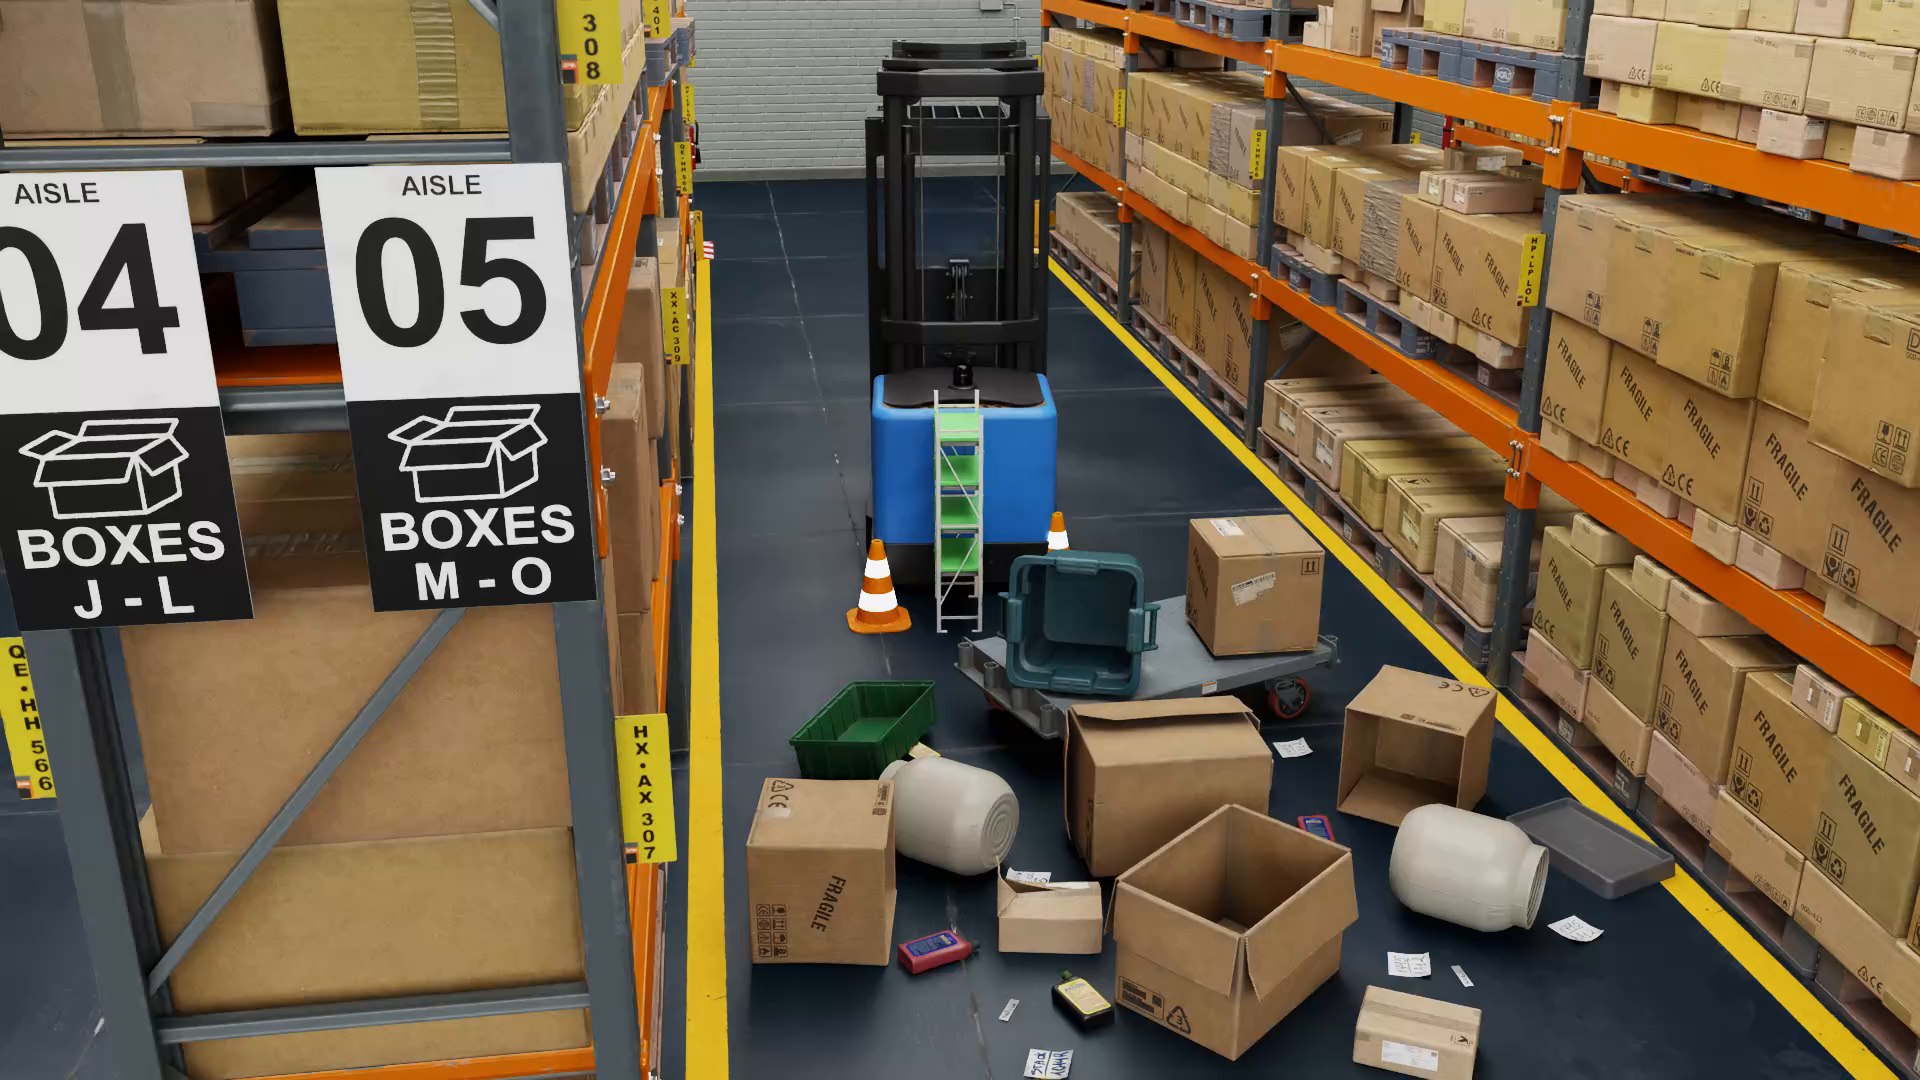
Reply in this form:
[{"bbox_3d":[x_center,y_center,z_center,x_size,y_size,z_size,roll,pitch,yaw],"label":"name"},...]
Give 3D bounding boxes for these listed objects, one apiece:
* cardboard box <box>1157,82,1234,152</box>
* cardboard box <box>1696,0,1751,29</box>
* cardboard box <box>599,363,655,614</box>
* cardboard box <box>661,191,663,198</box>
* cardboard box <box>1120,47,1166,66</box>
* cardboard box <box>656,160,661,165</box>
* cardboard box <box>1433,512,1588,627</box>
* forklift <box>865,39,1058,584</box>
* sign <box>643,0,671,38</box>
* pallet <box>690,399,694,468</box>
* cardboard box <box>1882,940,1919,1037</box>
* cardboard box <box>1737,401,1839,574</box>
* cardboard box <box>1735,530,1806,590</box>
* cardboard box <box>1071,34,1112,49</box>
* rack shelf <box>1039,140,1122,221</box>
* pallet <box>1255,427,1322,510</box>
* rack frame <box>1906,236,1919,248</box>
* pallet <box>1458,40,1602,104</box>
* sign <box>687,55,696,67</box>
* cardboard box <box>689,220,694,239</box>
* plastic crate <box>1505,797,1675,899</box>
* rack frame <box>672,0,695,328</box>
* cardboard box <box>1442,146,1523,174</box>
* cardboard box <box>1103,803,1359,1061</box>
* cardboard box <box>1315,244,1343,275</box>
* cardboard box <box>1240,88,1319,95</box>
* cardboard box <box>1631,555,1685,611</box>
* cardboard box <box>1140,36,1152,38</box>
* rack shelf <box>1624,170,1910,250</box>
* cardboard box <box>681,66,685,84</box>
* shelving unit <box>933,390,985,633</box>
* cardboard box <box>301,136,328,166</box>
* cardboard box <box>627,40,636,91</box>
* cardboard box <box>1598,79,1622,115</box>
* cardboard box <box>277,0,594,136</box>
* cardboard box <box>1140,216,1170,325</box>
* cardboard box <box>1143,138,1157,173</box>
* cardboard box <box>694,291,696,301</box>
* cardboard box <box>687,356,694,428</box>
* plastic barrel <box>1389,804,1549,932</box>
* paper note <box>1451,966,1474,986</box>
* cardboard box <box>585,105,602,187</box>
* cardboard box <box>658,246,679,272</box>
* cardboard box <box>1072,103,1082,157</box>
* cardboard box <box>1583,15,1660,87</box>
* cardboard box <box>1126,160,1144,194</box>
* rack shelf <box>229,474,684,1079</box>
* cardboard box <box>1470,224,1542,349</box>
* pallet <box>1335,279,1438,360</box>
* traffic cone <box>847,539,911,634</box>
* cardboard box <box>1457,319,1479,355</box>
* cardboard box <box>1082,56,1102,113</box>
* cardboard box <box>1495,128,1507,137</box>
[{"bbox_3d":[1.938,-3.480,13.674,0.500,0.500,0.500,-3,21,-9],"label":"cardboard box"},{"bbox_3d":[2.971,-1.973,6.144,0.380,0.149,0.250,-3,21,-8],"label":"cardboard box"},{"bbox_3d":[-1.298,-0.134,4.529,0.875,0.550,0.550,-3,21,-8],"label":"cardboard box"},{"bbox_3d":[-2.231,-2.300,11.421,0.380,0.149,0.250,-2,21,-5],"label":"cardboard box"},{"bbox_3d":[1.698,-4.486,15.442,0.380,0.149,0.250,-2,21,-6],"label":"cardboard box"},{"bbox_3d":[-2.304,-2.608,11.820,0.380,0.149,0.250,-4,21,-10],"label":"cardboard box"},{"bbox_3d":[3.063,0.143,8.703,0.950,0.372,0.625,-3,21,-7],"label":"cardboard box"},{"bbox_3d":[-0.020,-1.591,10.287,1.130,2.935,3.031,-1,20,-2],"label":"forklift"},{"bbox_3d":[-1.194,-2.138,6.515,0.100,0.325,0.005,-3,21,-8],"label":"sign"},{"bbox_3d":[-2.430,-0.775,11.989,1.003,0.211,1.213,-3,21,-8],"label":"pallet"},{"bbox_3d":[3.332,1.492,5.265,0.500,0.250,0.500,-3,21,-8],"label":"cardboard box"},{"bbox_3d":[3.176,-0.209,5.920,0.500,0.500,0.500,-3,21,-7],"label":"cardboard box"},{"bbox_3d":[3.108,0.062,6.122,0.380,0.149,0.250,-3,21,-8],"label":"cardboard box"},{"bbox_3d":[1.367,-5.186,17.314,0.380,0.149,0.250,-3,21,-7],"label":"cardboard box"},{"bbox_3d":[1.700,-3.835,17.226,1.077,0.370,4.000,-3,21,-8],"label":"rack shelf"},{"bbox_3d":[2.676,-0.518,11.302,1.003,0.211,1.213,-3,21,-8],"label":"pallet"},{"bbox_3d":[7.476,-2.347,12.212,1.000,3.000,0.127,-3,21,-8],"label":"rack frame"},{"bbox_3d":[3.158,-2.246,7.925,1.213,0.211,1.003,-3,21,-8],"label":"pallet"},{"bbox_3d":[-2.920,-5.292,17.991,0.100,0.325,0.005,-3,21,-8],"label":"sign"},{"bbox_3d":[-2.934,-3.193,17.103,0.380,0.149,0.250,-2,21,-6],"label":"cardboard box"},{"bbox_3d":[2.556,1.243,6.775,0.402,0.080,0.583,-11,23,-26],"label":"plastic crate"},{"bbox_3d":[-2.896,-3.195,14.484,1.000,3.000,0.127,-3,21,-8],"label":"rack frame"},{"bbox_3d":[3.080,-2.230,9.803,0.380,0.149,0.250,-4,21,-10],"label":"cardboard box"},{"bbox_3d":[0.959,1.364,5.845,0.637,0.503,0.797,17,27,39],"label":"cardboard box"},{"bbox_3d":[2.448,-1.759,10.398,0.380,0.149,0.250,-3,21,-7],"label":"cardboard box"},{"bbox_3d":[2.526,-3.319,13.245,0.500,0.500,0.500,-3,21,-7],"label":"cardboard box"},{"bbox_3d":[2.994,0.168,6.810,0.380,0.149,0.250,-2,21,-6],"label":"cardboard box"},{"bbox_3d":[1.919,-5.039,16.922,0.380,0.149,0.250,-2,21,-6],"label":"cardboard box"},{"bbox_3d":[7.188,-2.702,14.192,1.077,0.370,4.000,-3,21,-8],"label":"rack shelf"},{"bbox_3d":[-2.851,-4.373,15.641,0.500,0.500,0.500,-3,21,-7],"label":"cardboard box"},{"bbox_3d":[-0.011,-0.156,8.919,0.258,1.200,0.503,-1,20,-2],"label":"shelving unit"},{"bbox_3d":[-1.658,-0.933,3.757,0.380,0.149,0.250,-3,21,-7],"label":"cardboard box"},{"bbox_3d":[-1.227,-1.495,5.261,0.380,0.149,0.250,-3,21,-7],"label":"cardboard box"},{"bbox_3d":[2.941,-1.876,7.024,0.380,0.149,0.250,-3,21,-9],"label":"cardboard box"},{"bbox_3d":[-0.981,-0.938,3.201,0.500,0.250,0.500,-3,21,-8],"label":"cardboard box"},{"bbox_3d":[2.157,-2.471,14.981,0.875,0.875,0.875,-2,21,-6],"label":"cardboard box"},{"bbox_3d":[1.875,-3.298,14.260,0.500,0.250,0.500,-3,21,-7],"label":"cardboard box"},{"bbox_3d":[-2.669,-2.291,15.537,0.380,0.149,0.250,-2,21,-6],"label":"cardboard box"},{"bbox_3d":[-2.169,-1.094,11.830,0.500,0.500,0.500,-4,21,-10],"label":"cardboard box"},{"bbox_3d":[1.922,1.243,6.283,0.512,0.421,0.421,12,24,30],"label":"plastic barrel"},{"bbox_3d":[1.810,1.571,5.994,0.032,0.001,0.123,-3,21,-8],"label":"paper note"},{"bbox_3d":[-0.936,-0.795,3.386,0.380,0.149,0.250,-3,21,-7],"label":"cardboard box"},{"bbox_3d":[-1.846,-1.369,9.451,0.500,0.500,0.500,-3,21,-9],"label":"cardboard box"},{"bbox_3d":[1.441,-4.208,17.052,0.500,0.500,0.500,-2,21,-6],"label":"cardboard box"},{"bbox_3d":[2.934,-2.018,6.835,0.500,0.250,0.500,-3,21,-9],"label":"cardboard box"},{"bbox_3d":[1.790,-3.244,14.829,0.500,0.250,0.500,-3,21,-9],"label":"cardboard box"},{"bbox_3d":[-1.454,0.604,5.340,1.077,0.370,4.000,-3,21,-8],"label":"rack shelf"},{"bbox_3d":[2.848,-1.241,8.085,0.500,0.500,0.500,-3,21,-9],"label":"cardboard box"},{"bbox_3d":[2.891,-1.322,9.742,1.003,0.211,1.213,-3,21,-8],"label":"pallet"},{"bbox_3d":[-0.442,0.222,8.959,0.336,0.463,0.334,-3,21,-8],"label":"traffic cone"},{"bbox_3d":[2.773,-1.046,8.487,0.380,0.149,0.250,-4,21,-9],"label":"cardboard box"},{"bbox_3d":[1.499,-4.497,16.396,0.500,0.500,0.500,-3,21,-7],"label":"cardboard box"},{"bbox_3d":[6.229,-4.606,18.619,0.380,0.149,0.250,-2,21,-6],"label":"cardboard box"}]
